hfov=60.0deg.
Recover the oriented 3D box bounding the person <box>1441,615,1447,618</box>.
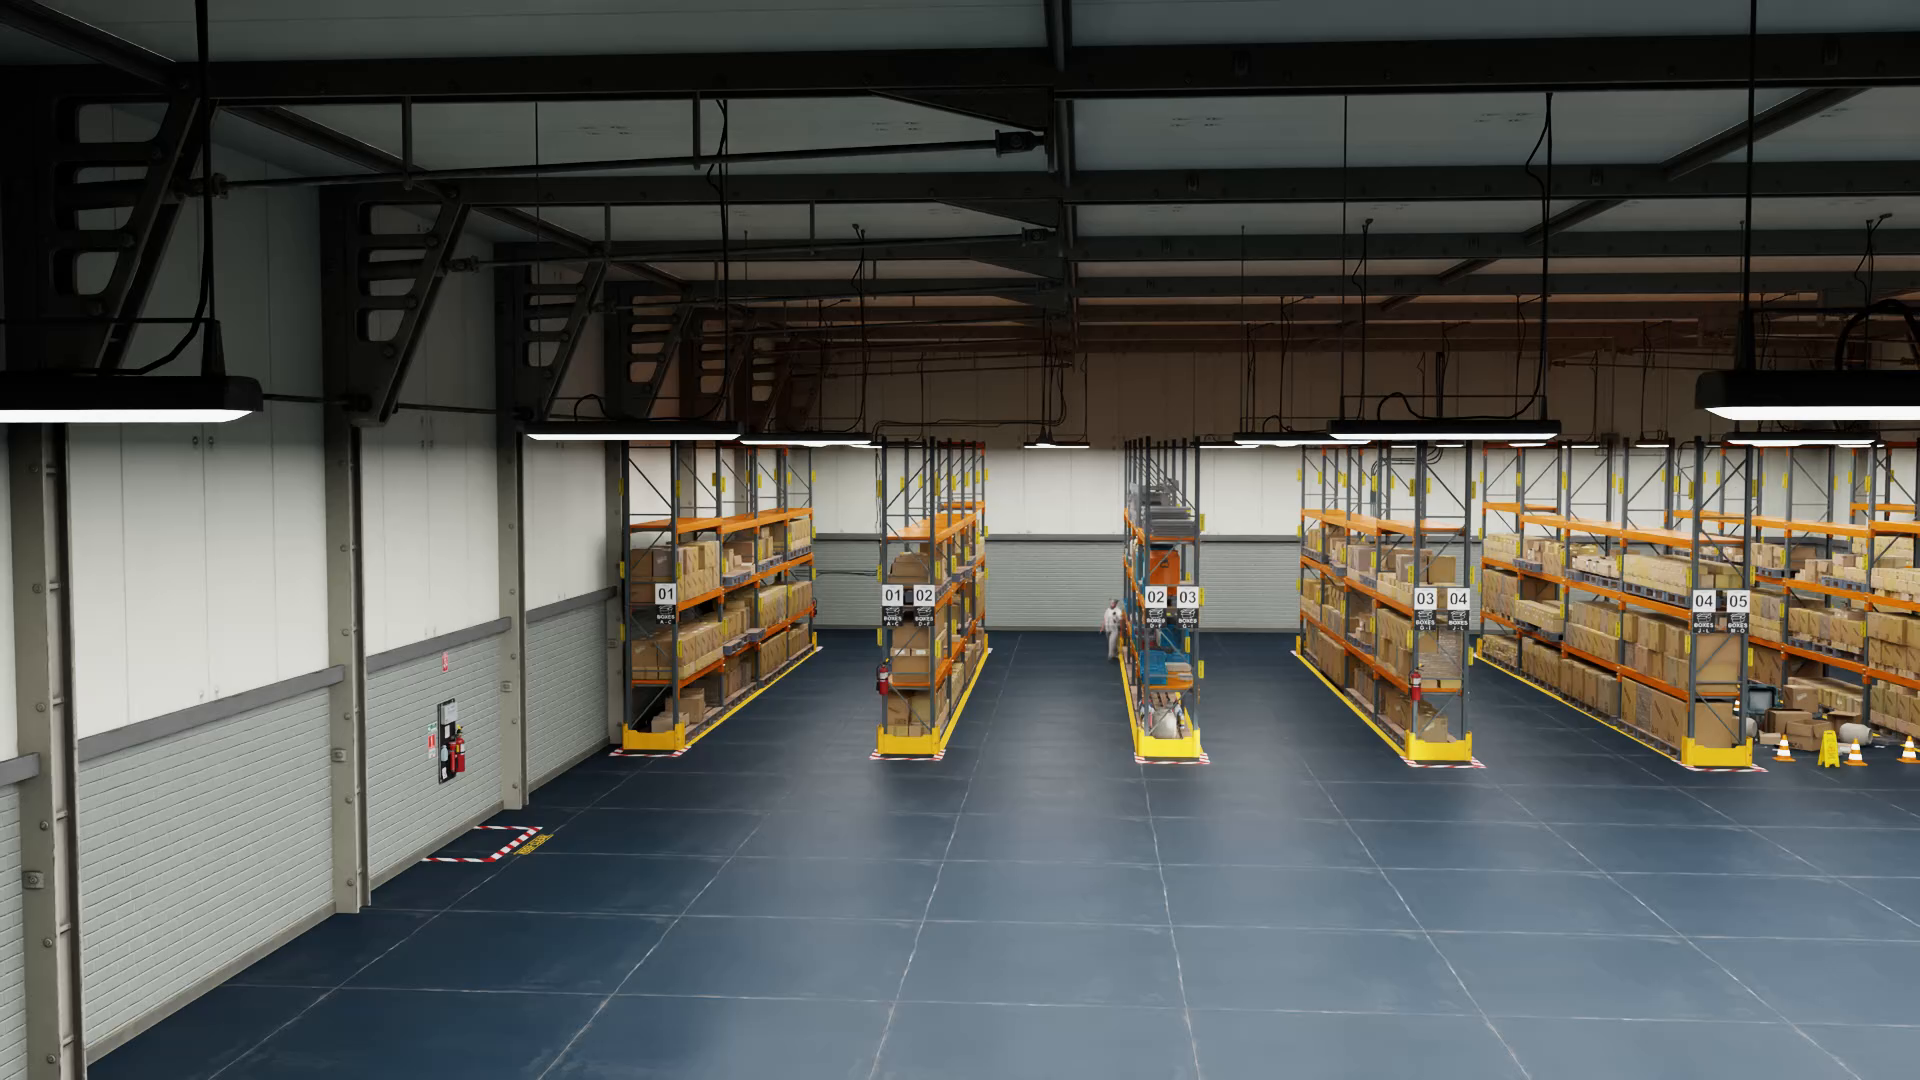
[{"bbox_3d":[13.819,2.363,47.109,0.537,1.632,0.957,2,4,37],"label":"person"}]

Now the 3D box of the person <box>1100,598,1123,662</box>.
[{"bbox_3d":[4.164,2.426,45.257,0.594,1.716,1.090,2,4,34],"label":"person"}]
